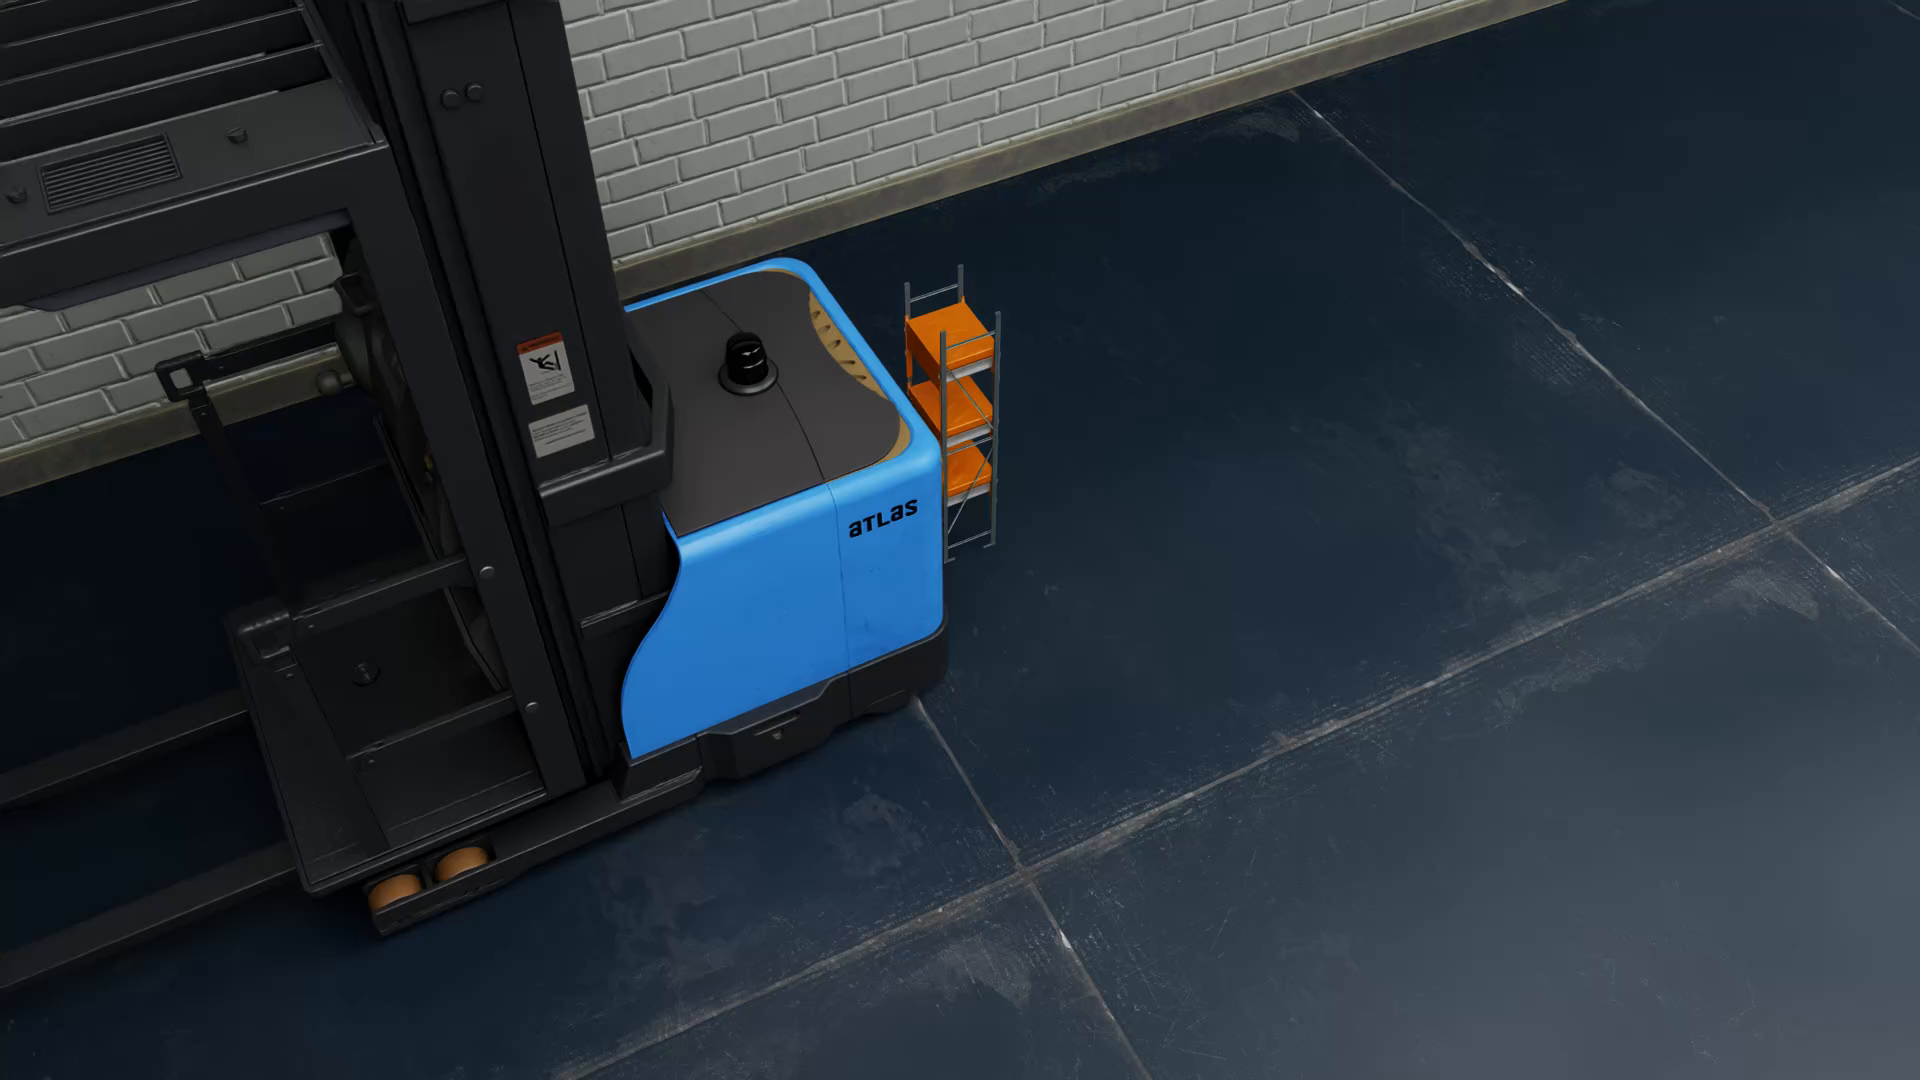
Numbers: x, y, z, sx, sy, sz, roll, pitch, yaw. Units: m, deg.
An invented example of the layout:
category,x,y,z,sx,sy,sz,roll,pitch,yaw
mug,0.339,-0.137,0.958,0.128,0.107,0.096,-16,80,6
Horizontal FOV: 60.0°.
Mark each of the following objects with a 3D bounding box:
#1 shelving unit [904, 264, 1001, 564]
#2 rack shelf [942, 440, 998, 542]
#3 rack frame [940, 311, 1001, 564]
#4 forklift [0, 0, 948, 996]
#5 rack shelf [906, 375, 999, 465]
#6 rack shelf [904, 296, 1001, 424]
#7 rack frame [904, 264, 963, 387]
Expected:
category,x,y,z,sx,sy,sz,roll,pitch,yaw
shelving unit,-0.024,-0.381,5.386,0.215,1.050,0.252,-21,52,-18
rack shelf,-0.024,-0.191,5.603,0.215,0.259,0.240,-21,52,-18
rack frame,0.031,-0.300,5.315,0.200,1.050,0.008,-21,52,-18
forklift,-1.584,-0.309,4.073,3.031,2.935,1.130,-22,52,-18
rack shelf,-0.024,-0.374,5.394,0.215,0.259,0.240,-21,52,-18
rack shelf,-0.024,-0.561,5.181,0.215,0.259,0.240,-21,52,-18
rack frame,-0.080,-0.463,5.458,0.200,1.050,0.008,-21,52,-18
